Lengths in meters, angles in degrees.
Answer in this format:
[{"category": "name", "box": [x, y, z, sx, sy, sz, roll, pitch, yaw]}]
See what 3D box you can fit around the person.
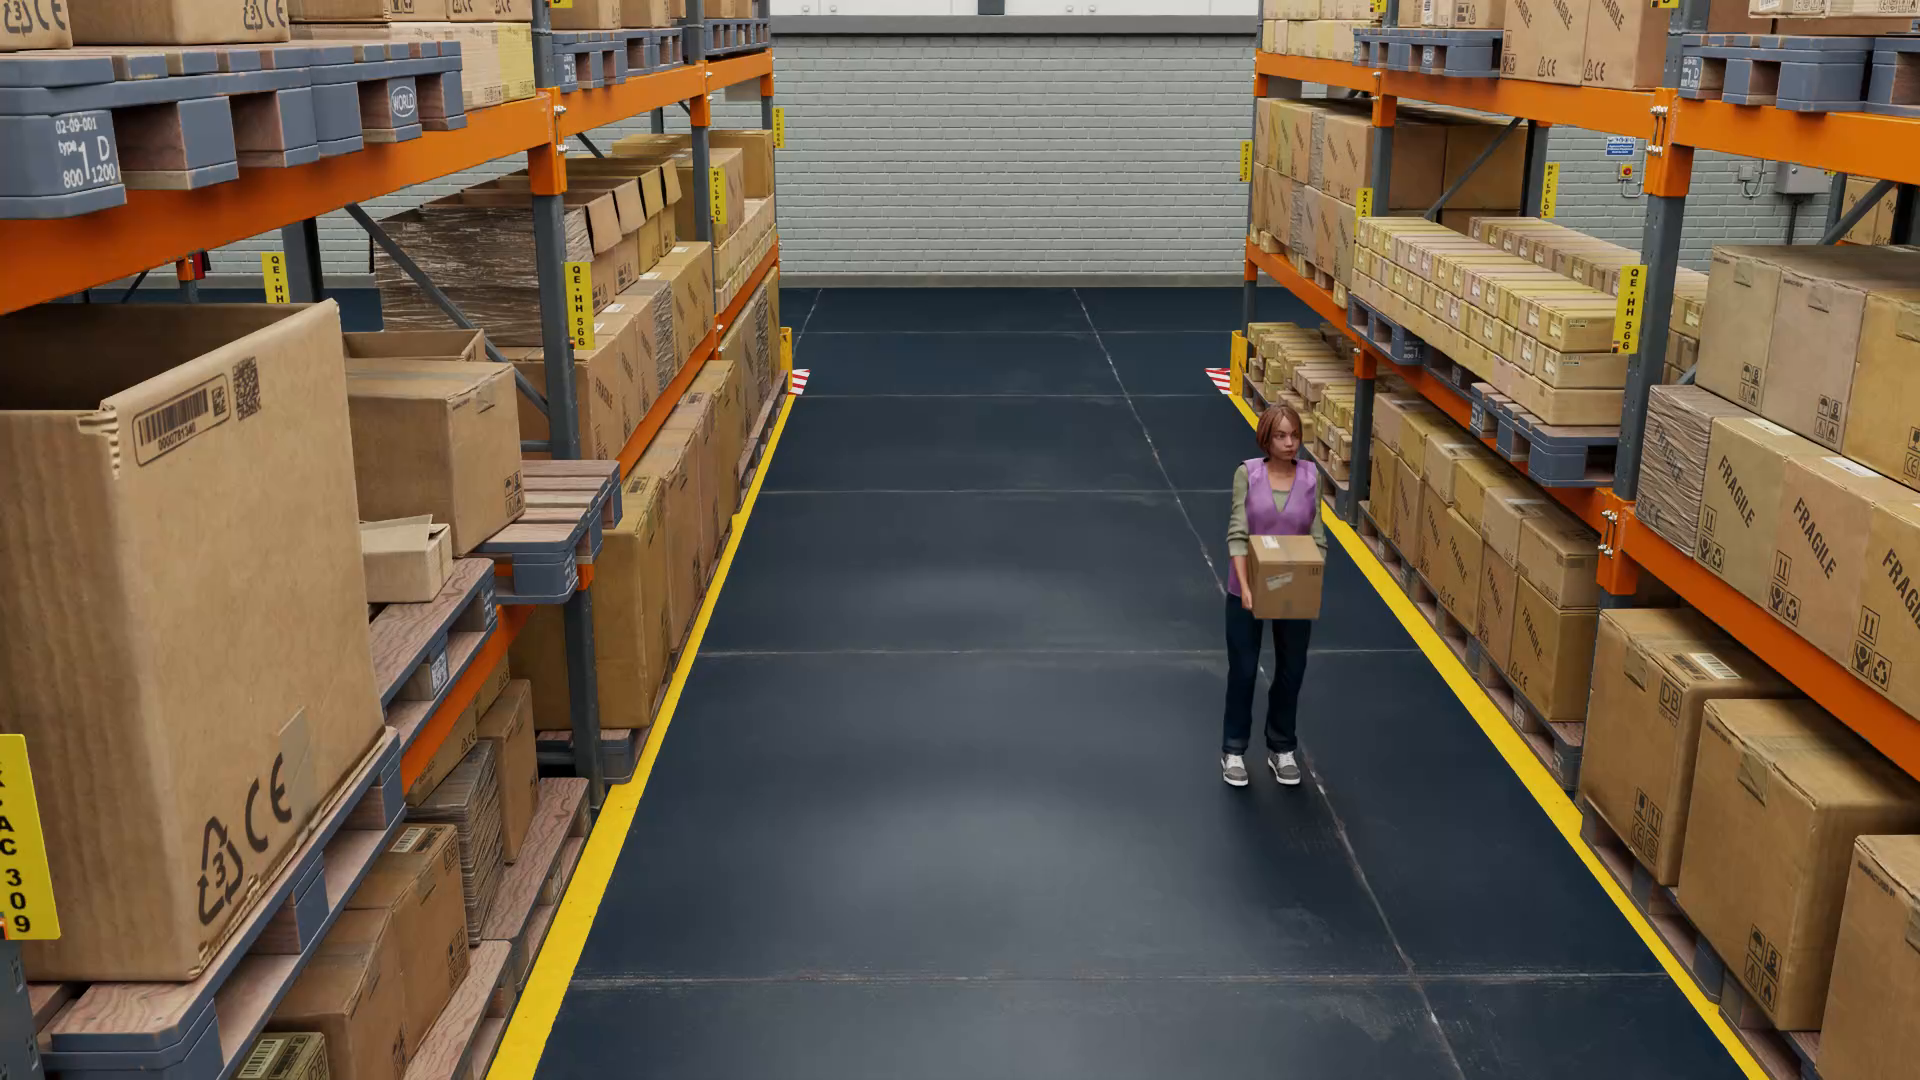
[{"category": "person", "box": [1.274, 0.256, 6.758, 0.405, 1.593, 0.489, 0, 17, 0]}]
